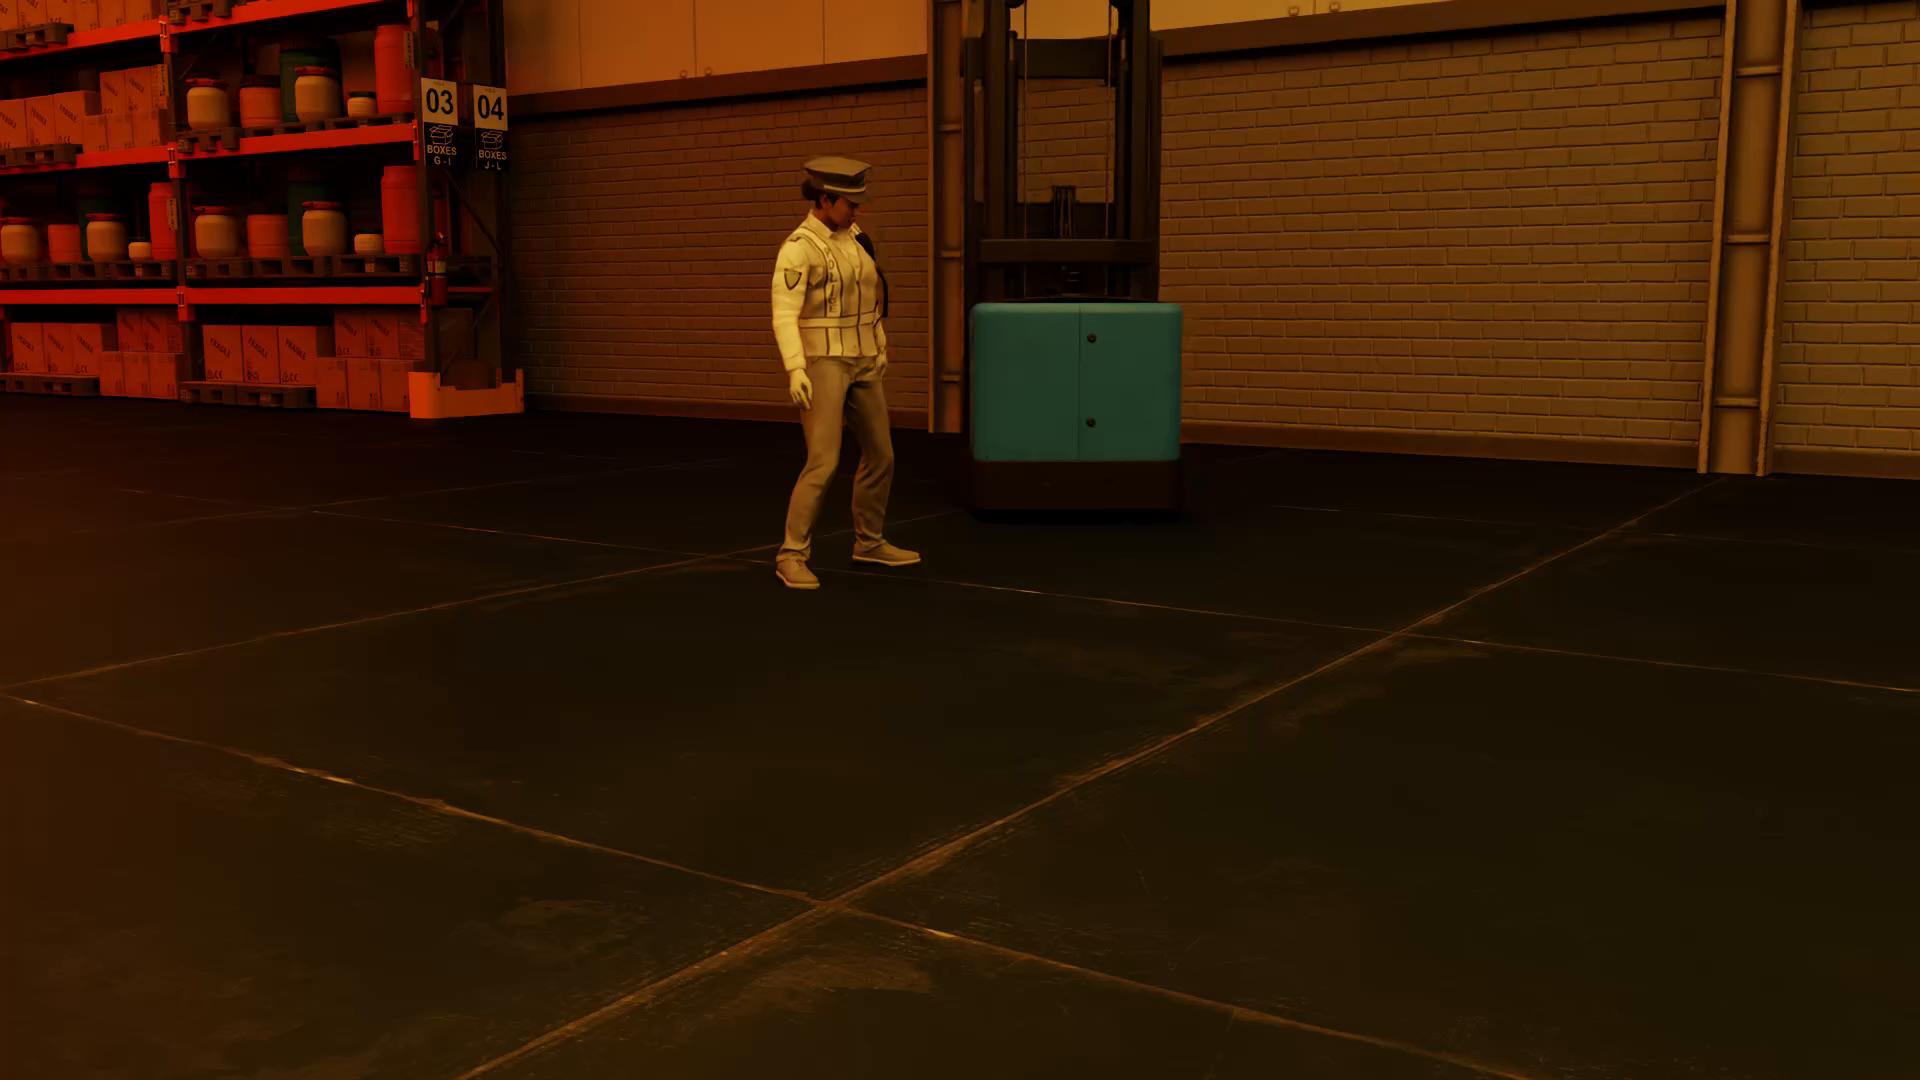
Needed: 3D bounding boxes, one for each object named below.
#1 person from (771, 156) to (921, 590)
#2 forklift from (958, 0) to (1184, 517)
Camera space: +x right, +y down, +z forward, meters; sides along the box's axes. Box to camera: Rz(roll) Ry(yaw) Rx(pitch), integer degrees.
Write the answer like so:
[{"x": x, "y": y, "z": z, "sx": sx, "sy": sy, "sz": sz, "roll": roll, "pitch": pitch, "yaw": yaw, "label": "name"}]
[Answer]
[{"x": -0.461, "y": -0.659, "z": 6.489, "sx": 0.388, "sy": 1.633, "sz": 0.838, "roll": 5, "pitch": 10, "yaw": 34, "label": "person"}, {"x": 0.551, "y": -1.741, "z": 9.437, "sx": 1.130, "sy": 2.935, "sz": 3.031, "roll": 0, "pitch": 8, "yaw": -1, "label": "forklift"}]
